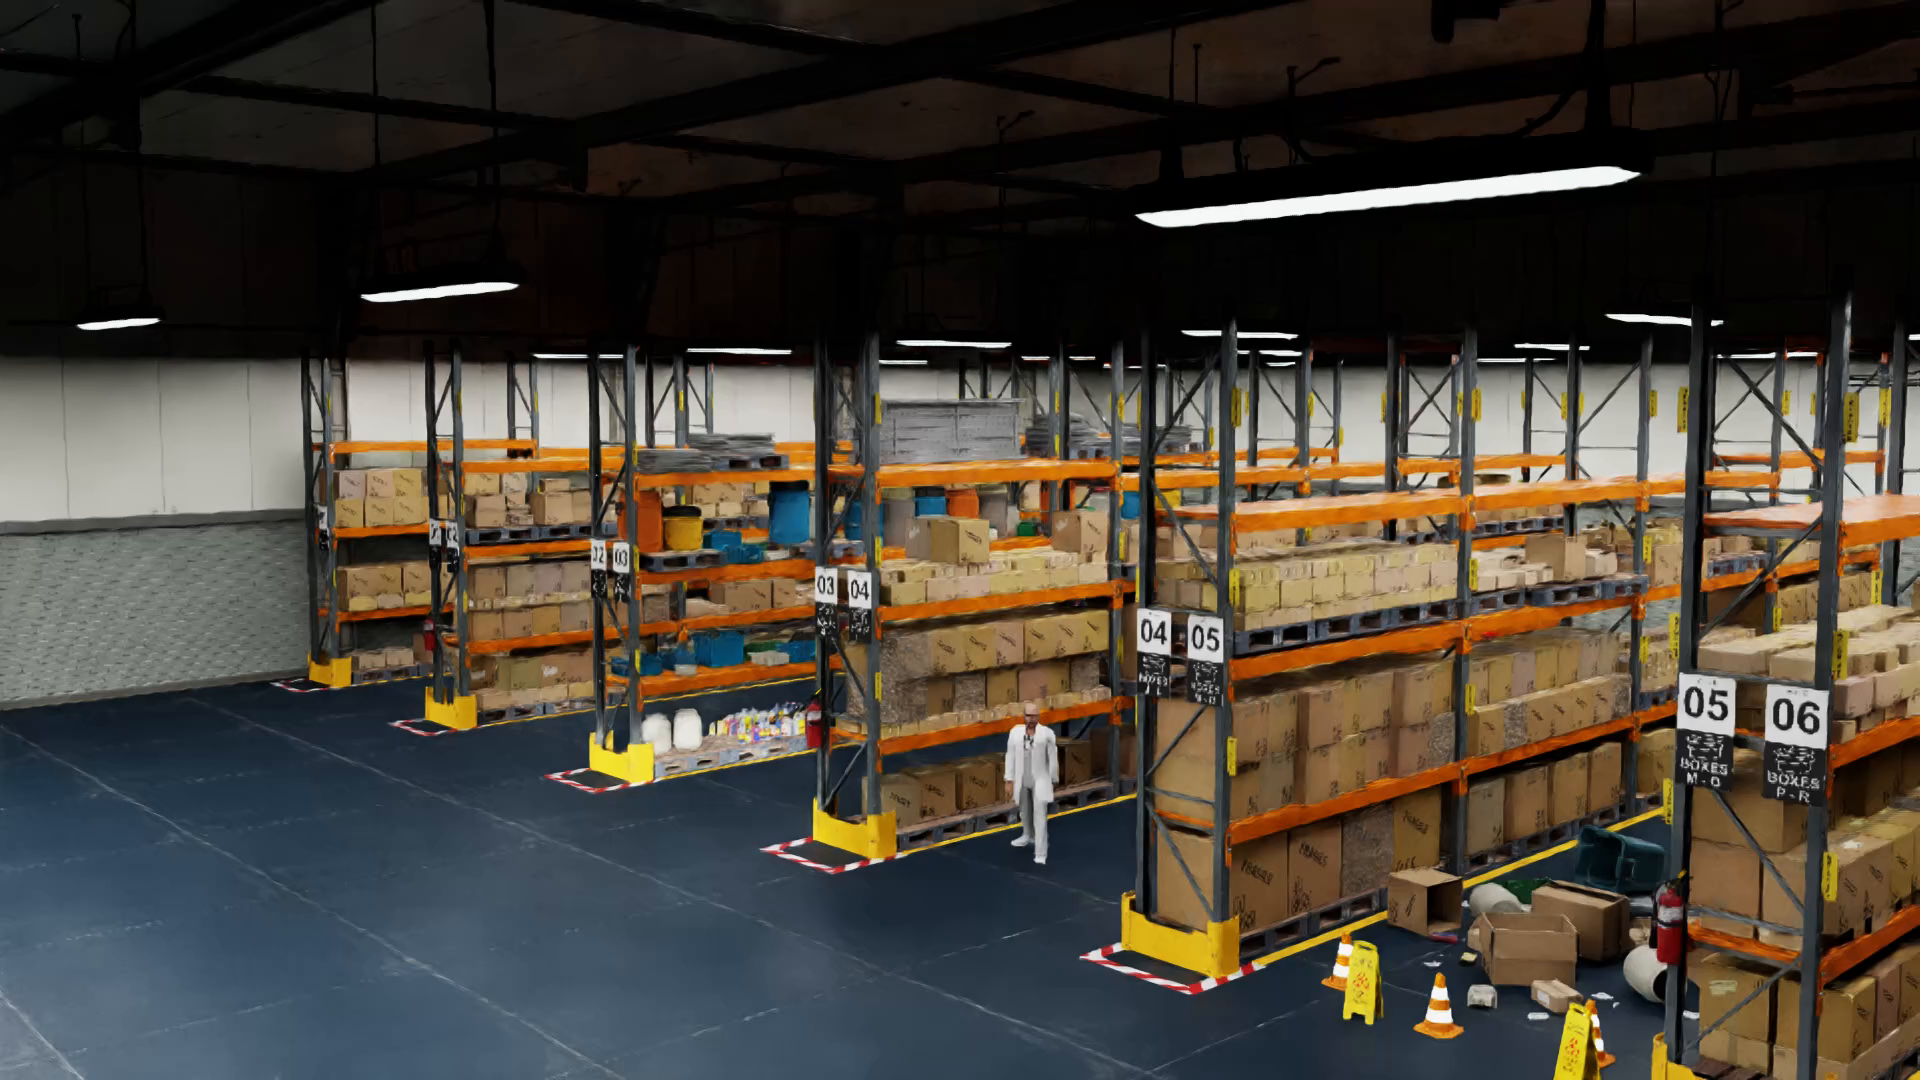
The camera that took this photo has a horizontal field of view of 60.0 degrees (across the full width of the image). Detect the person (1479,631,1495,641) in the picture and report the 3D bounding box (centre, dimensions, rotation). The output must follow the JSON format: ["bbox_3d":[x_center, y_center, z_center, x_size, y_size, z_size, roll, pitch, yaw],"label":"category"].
[{"bbox_3d":[7.855,2.134,24.682,0.551,1.742,0.661,-5,7,-44],"label":"person"}]

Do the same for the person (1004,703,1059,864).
[{"bbox_3d":[0.781,2.670,18.458,0.621,1.749,1.011,2,5,21],"label":"person"}]
